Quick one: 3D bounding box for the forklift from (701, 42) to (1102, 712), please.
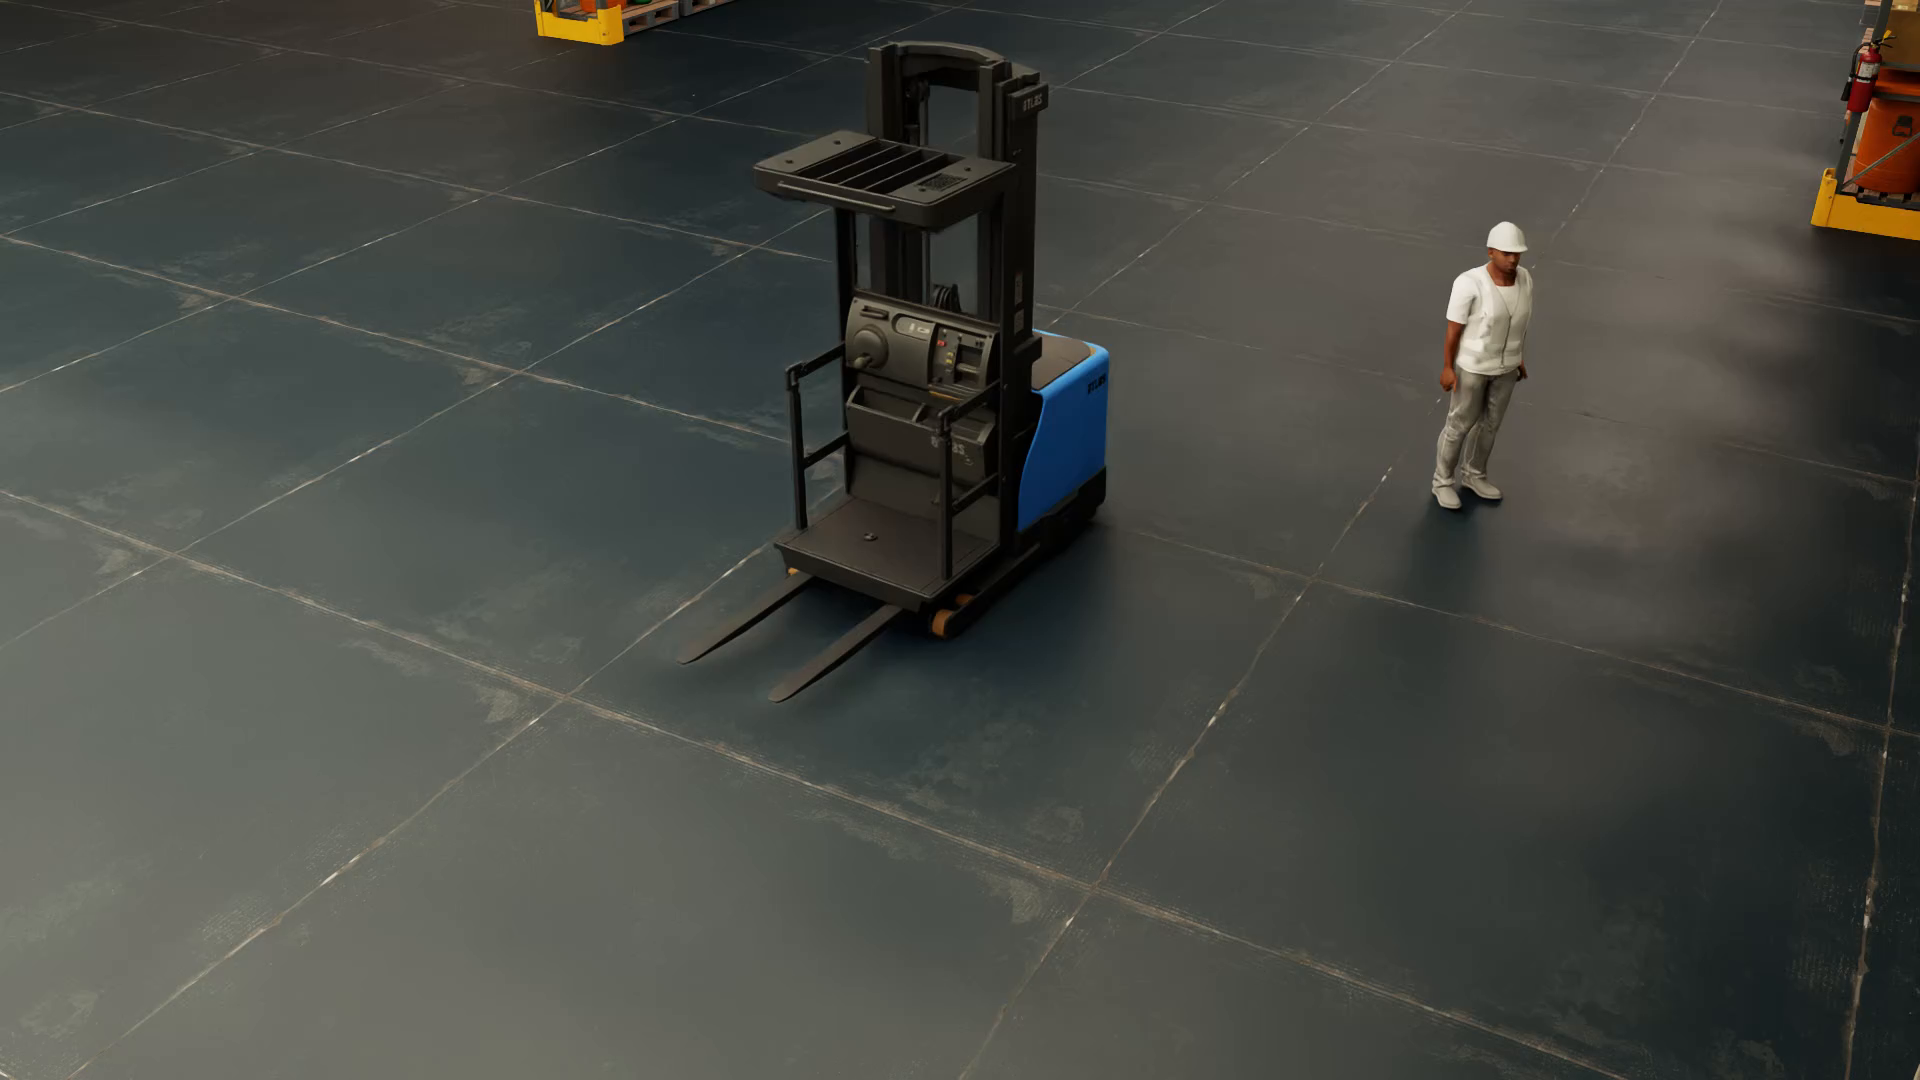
[{"bbox_3d":[-0.290,-0.985,8.777,1.130,2.935,3.031,15,33,25],"label":"forklift"}]

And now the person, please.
[{"bbox_3d":[3.189,-1.055,10.064,0.578,1.771,0.372,-10,32,-17],"label":"person"}]
